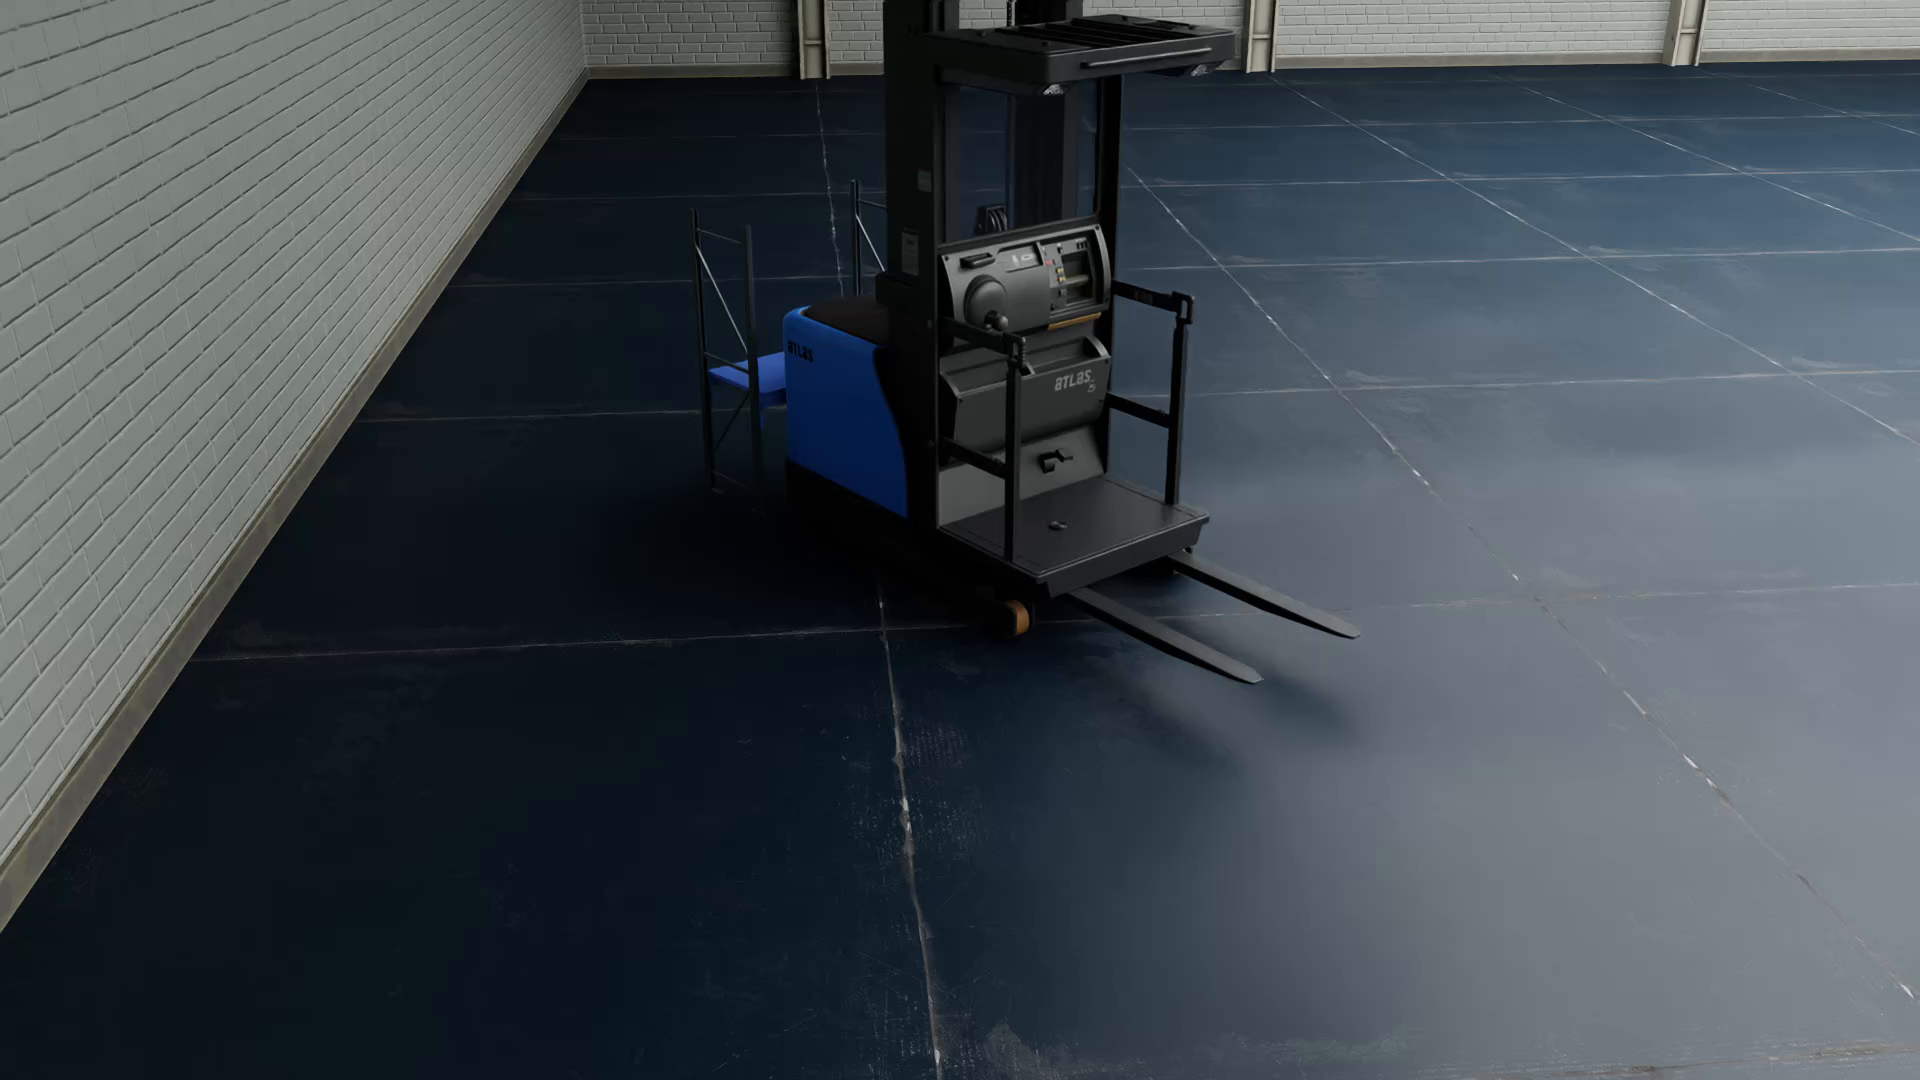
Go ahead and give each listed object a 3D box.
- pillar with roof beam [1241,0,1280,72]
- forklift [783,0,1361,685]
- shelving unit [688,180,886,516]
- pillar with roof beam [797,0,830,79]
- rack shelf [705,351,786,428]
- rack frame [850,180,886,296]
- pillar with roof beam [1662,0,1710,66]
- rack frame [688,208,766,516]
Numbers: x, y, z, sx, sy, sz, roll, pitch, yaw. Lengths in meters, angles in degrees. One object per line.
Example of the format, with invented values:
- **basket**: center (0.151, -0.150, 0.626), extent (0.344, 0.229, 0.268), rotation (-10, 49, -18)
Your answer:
- **pillar with roof beam**: center (4.469, -8.757, 16.872), extent (0.400, 9.000, 9.100), rotation (-2, 24, -5)
- **forklift**: center (0.436, -1.140, 7.207), extent (1.130, 2.935, 3.031), rotation (-18, 30, -35)
- **shelving unit**: center (-0.793, -1.025, 8.709), extent (1.048, 1.500, 0.538), rotation (-20, 31, -37)
- **pillar with roof beam**: center (-1.502, -8.517, 16.333), extent (0.400, 9.000, 9.100), rotation (-2, 24, -5)
- **rack shelf**: center (-0.793, -0.860, 8.782), extent (1.000, 0.185, 0.538), rotation (-20, 31, -37)
- **rack frame**: center (-0.412, -1.161, 9.016), extent (0.032, 1.500, 0.500), rotation (-20, 31, -37)
- **pillar with roof beam**: center (10.440, -8.996, 17.411), extent (0.400, 9.000, 9.100), rotation (-2, 24, -5)
- **rack frame**: center (-1.174, -0.888, 8.402), extent (0.032, 1.500, 0.500), rotation (-20, 31, -37)
